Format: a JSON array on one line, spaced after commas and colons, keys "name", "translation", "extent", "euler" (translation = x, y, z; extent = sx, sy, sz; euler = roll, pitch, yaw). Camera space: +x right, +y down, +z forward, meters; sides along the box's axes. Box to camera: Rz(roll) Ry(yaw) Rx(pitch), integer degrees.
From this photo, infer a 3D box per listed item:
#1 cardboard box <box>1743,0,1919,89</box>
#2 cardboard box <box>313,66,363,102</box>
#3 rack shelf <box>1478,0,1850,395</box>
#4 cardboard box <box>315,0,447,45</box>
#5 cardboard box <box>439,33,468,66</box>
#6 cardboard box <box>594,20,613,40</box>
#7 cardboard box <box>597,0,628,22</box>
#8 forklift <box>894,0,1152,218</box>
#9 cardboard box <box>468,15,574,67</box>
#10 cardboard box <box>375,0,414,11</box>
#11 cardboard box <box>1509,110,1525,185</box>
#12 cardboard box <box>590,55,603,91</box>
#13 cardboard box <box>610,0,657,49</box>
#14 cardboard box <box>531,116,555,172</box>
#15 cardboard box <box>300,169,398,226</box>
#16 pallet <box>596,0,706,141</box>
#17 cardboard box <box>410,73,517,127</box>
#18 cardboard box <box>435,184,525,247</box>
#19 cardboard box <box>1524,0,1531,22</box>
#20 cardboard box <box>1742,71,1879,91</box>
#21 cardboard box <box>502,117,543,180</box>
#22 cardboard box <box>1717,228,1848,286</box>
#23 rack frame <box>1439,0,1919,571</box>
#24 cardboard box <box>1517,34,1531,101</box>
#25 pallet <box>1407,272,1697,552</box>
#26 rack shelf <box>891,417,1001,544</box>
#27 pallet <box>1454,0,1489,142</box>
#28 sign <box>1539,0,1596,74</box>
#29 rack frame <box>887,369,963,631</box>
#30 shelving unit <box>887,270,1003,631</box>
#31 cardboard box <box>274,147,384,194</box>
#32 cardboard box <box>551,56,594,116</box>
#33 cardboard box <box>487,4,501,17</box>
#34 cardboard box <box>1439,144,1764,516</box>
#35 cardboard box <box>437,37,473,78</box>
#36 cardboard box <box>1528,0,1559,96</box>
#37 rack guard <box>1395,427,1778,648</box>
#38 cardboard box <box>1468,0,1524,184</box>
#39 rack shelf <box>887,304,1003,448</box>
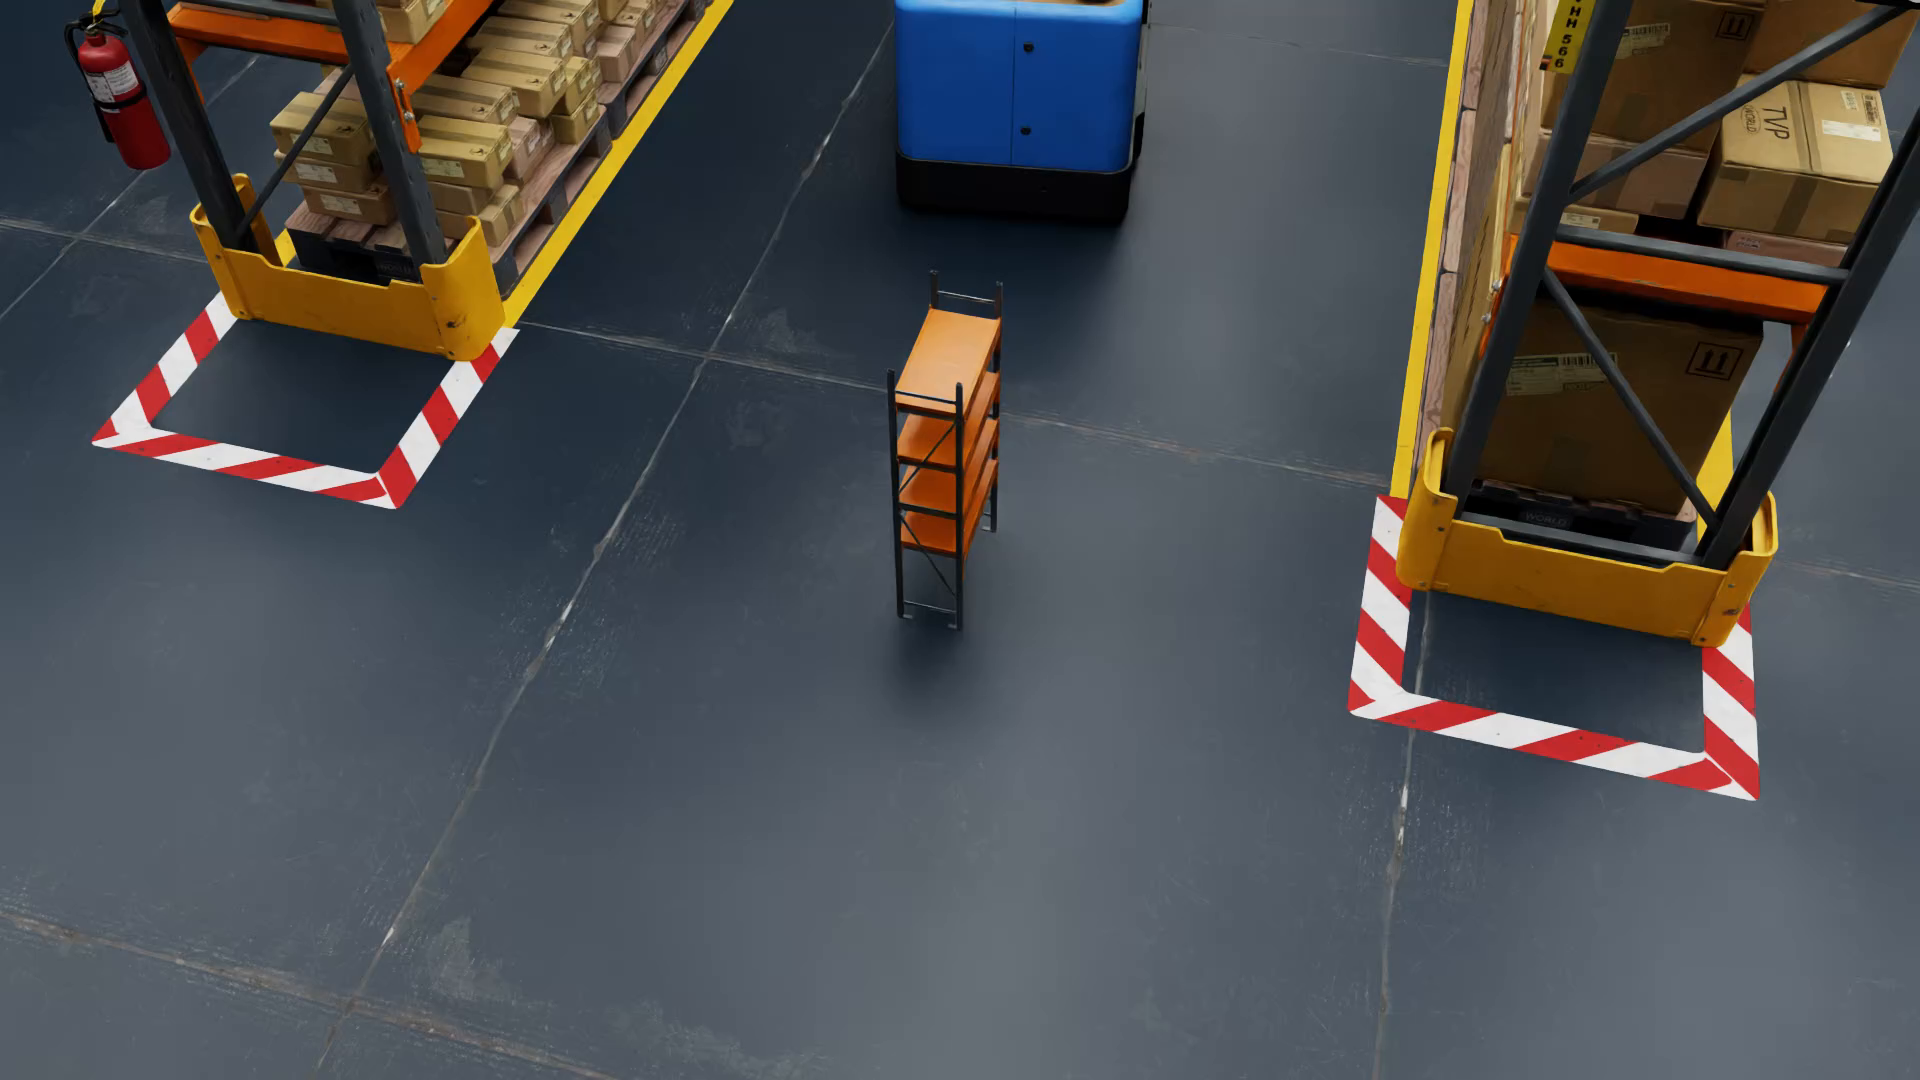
[{"name": "cardboard box", "translation": [2.727, -1.806, 5.245], "extent": [0.500, 0.500, 0.500], "euler": [10, 49, 9]}, {"name": "cardboard box", "translation": [-2.533, -1.901, 7.152], "extent": [0.380, 0.149, 0.250], "euler": [12, 50, 11]}, {"name": "rack shelf", "translation": [2.735, -2.062, 6.549], "extent": [1.077, 0.370, 4.000], "euler": [12, 50, 10]}, {"name": "cardboard box", "translation": [-2.148, -1.992, 6.175], "extent": [0.380, 0.149, 0.250], "euler": [11, 50, 10]}, {"name": "cardboard box", "translation": [-2.459, -2.288, 7.494], "extent": [0.380, 0.149, 0.250], "euler": [10, 49, 9]}, {"name": "cardboard box", "translation": [-1.877, -2.488, 7.869], "extent": [0.380, 0.149, 0.250], "euler": [14, 50, 12]}, {"name": "cardboard box", "translation": [-1.757, -2.566, 7.738], "extent": [0.380, 0.149, 0.250], "euler": [12, 50, 11]}, {"name": "forklift", "translation": [0.399, -3.523, 7.405], "extent": [1.130, 2.935, 3.031], "euler": [5, 49, 4]}, {"name": "cardboard box", "translation": [-1.952, -2.186, 7.403], "extent": [0.380, 0.149, 0.250], "euler": [9, 49, 8]}, {"name": "cardboard box", "translation": [-2.165, -2.307, 6.020], "extent": [0.500, 0.500, 0.500], "euler": [14, 50, 12]}, {"name": "cardboard box", "translation": [2.051, -1.281, 5.548], "extent": [0.380, 0.149, 0.250], "euler": [12, 50, 10]}, {"name": "cardboard box", "translation": [-1.906, -2.170, 7.786], "extent": [0.380, 0.149, 0.250], "euler": [12, 50, 10]}, {"name": "cardboard box", "translation": [-1.709, -2.538, 8.111], "extent": [0.380, 0.149, 0.250], "euler": [12, 50, 10]}, {"name": "cardboard box", "translation": [-2.054, -1.803, 7.462], "extent": [0.380, 0.149, 0.250], "euler": [12, 50, 10]}, {"name": "cardboard box", "translation": [-2.613, -1.523, 7.215], "extent": [0.380, 0.149, 0.250], "euler": [12, 50, 11]}, {"name": "pallet", "translation": [-1.959, -2.498, 8.314], "extent": [1.003, 0.211, 1.213], "euler": [12, 50, 10]}, {"name": "cardboard box", "translation": [-2.128, -1.833, 7.092], "extent": [0.380, 0.149, 0.250], "euler": [12, 50, 11]}, {"name": "cardboard box", "translation": [-2.103, -1.417, 7.121], "extent": [0.380, 0.149, 0.250], "euler": [12, 50, 11]}, {"name": "cardboard box", "translation": [2.320, -2.020, 6.199], "extent": [0.380, 0.149, 0.250], "euler": [12, 50, 10]}, {"name": "cardboard box", "translation": [2.726, -1.574, 5.540], "extent": [0.500, 0.250, 0.500], "euler": [11, 49, 10]}, {"name": "cardboard box", "translation": [-2.038, -1.715, 7.186], "extent": [0.380, 0.149, 0.250], "euler": [11, 50, 10]}, {"name": "cardboard box", "translation": [2.620, -0.962, 5.266], "extent": [0.380, 0.149, 0.250], "euler": [12, 50, 10]}, {"name": "rack frame", "translation": [2.209, -0.854, 5.003], "extent": [1.000, 3.000, 0.127], "euler": [12, 50, 10]}, {"name": "cardboard box", "translation": [2.186, -1.644, 5.868], "extent": [0.380, 0.149, 0.250], "euler": [12, 50, 11]}, {"name": "pallet", "translation": [2.344, -0.525, 6.572], "extent": [1.003, 0.211, 1.213], "euler": [12, 50, 10]}, {"name": "rack shelf", "translation": [-0.044, -0.233, 5.745], "extent": [0.258, 0.148, 0.480], "euler": [12, 50, 10]}, {"name": "pallet", "translation": [2.986, -2.290, 8.130], "extent": [1.003, 0.211, 1.213], "euler": [12, 50, 10]}, {"name": "sign", "translation": [1.689, -1.432, 4.583], "extent": [0.100, 0.325, 0.005], "euler": [12, 50, 10]}, {"name": "rack frame", "translation": [-0.108, -0.101, 5.539], "extent": [0.240, 1.200, 0.015], "euler": [12, 50, 10]}, {"name": "shelving unit", "translation": [-0.044, -0.277, 5.694], "extent": [0.258, 1.200, 0.503], "euler": [12, 50, 10]}, {"name": "cardboard box", "translation": [-2.686, -1.638, 7.118], "extent": [0.380, 0.149, 0.250], "euler": [10, 49, 9]}, {"name": "cardboard box", "translation": [-1.886, -2.073, 7.502], "extent": [0.380, 0.149, 0.250], "euler": [13, 50, 11]}, {"name": "cardboard box", "translation": [-2.342, -2.573, 7.943], "extent": [0.380, 0.149, 0.250], "euler": [14, 50, 12]}, {"name": "cardboard box", "translation": [2.300, -0.768, 6.064], "extent": [0.875, 0.875, 0.875], "euler": [12, 50, 10]}, {"name": "cardboard box", "translation": [-2.381, -2.188, 7.603], "extent": [0.380, 0.149, 0.250], "euler": [11, 49, 10]}, {"name": "cardboard box", "translation": [2.214, -1.672, 5.627], "extent": [0.500, 0.250, 0.500], "euler": [11, 49, 9]}, {"name": "rack guard", "translation": [2.202, -0.009, 5.925], "extent": [1.175, 0.500, 0.348], "euler": [12, 50, 10]}, {"name": "cardboard box", "translation": [2.774, -2.070, 7.213], "extent": [0.875, 0.875, 0.875], "euler": [12, 50, 10]}, {"name": "rack shelf", "translation": [-0.044, -0.537, 5.400], "extent": [0.258, 0.148, 0.480], "euler": [12, 50, 10]}]
